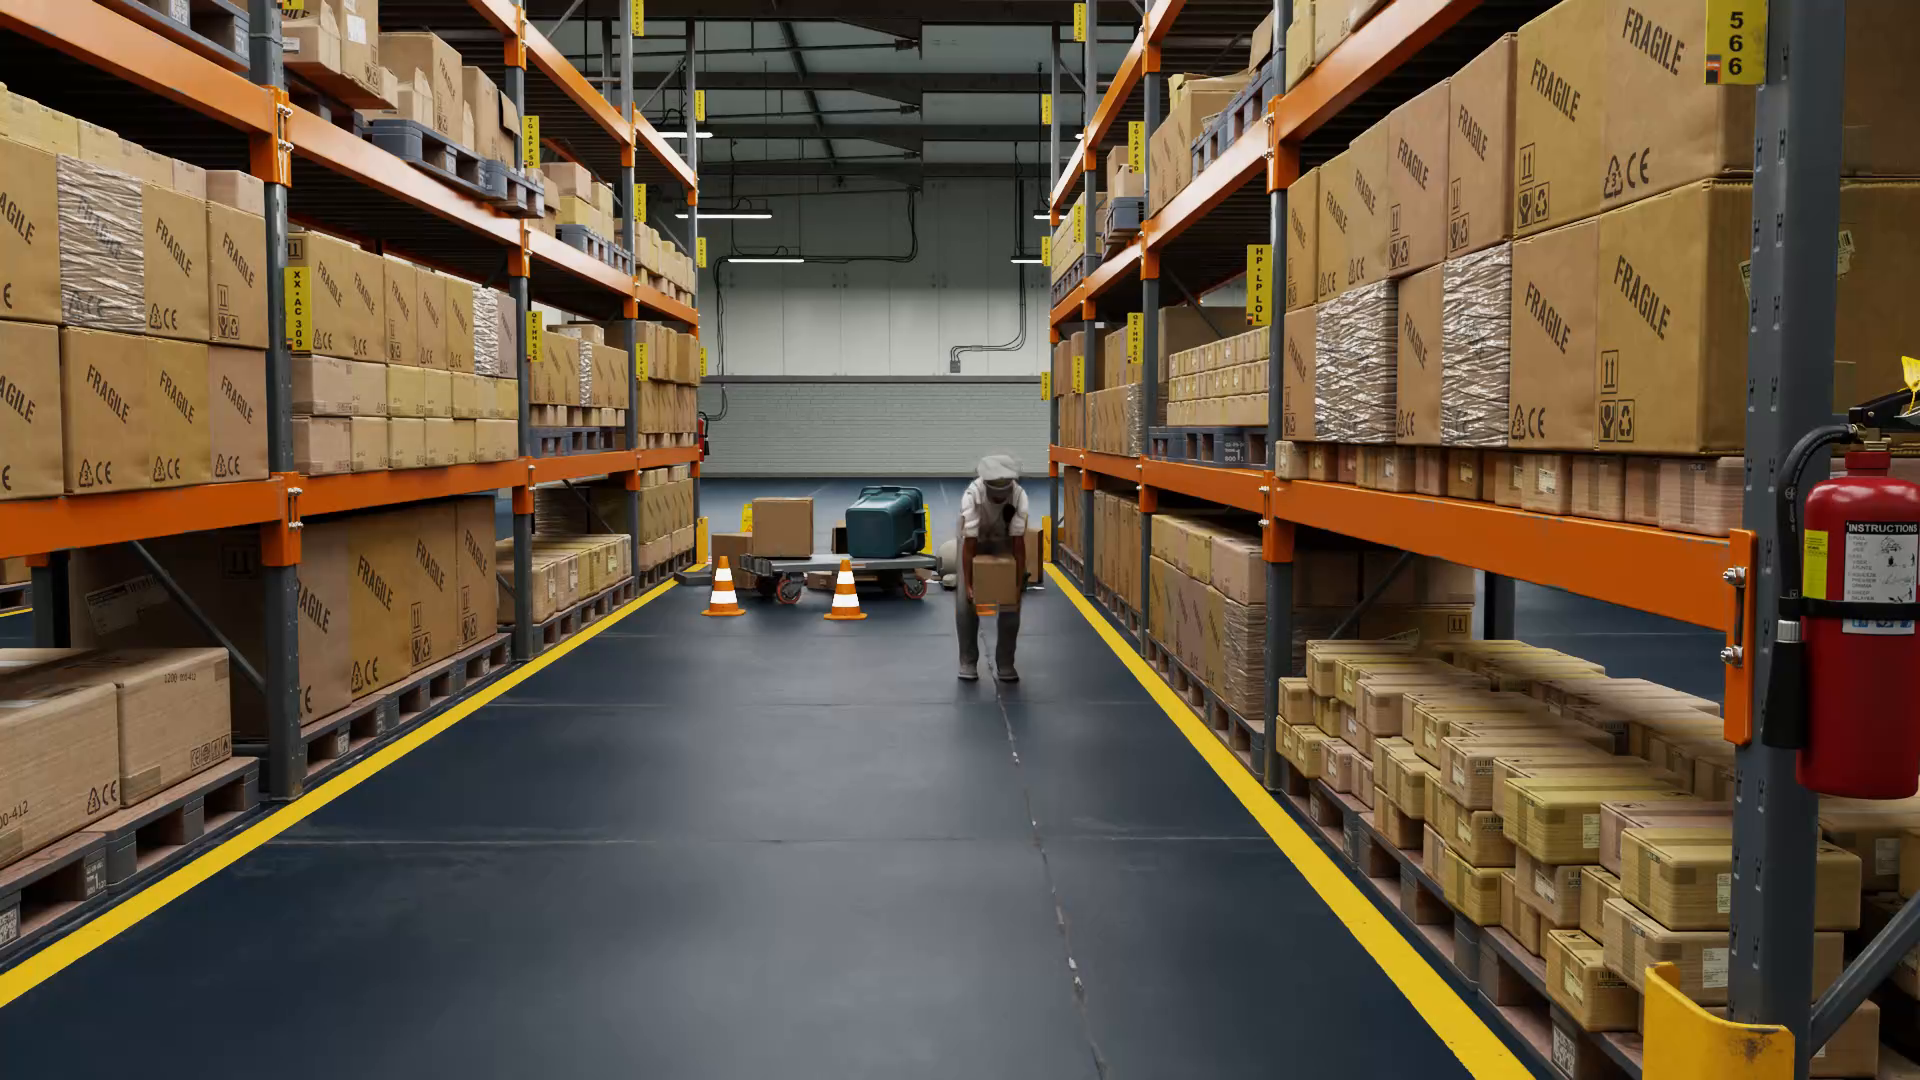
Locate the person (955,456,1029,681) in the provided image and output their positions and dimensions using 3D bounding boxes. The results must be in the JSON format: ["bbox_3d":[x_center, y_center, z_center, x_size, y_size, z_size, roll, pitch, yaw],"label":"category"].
[{"bbox_3d":[0.190,0.177,9.820,0.415,1.342,0.873,0,4,-3],"label":"person"}]
